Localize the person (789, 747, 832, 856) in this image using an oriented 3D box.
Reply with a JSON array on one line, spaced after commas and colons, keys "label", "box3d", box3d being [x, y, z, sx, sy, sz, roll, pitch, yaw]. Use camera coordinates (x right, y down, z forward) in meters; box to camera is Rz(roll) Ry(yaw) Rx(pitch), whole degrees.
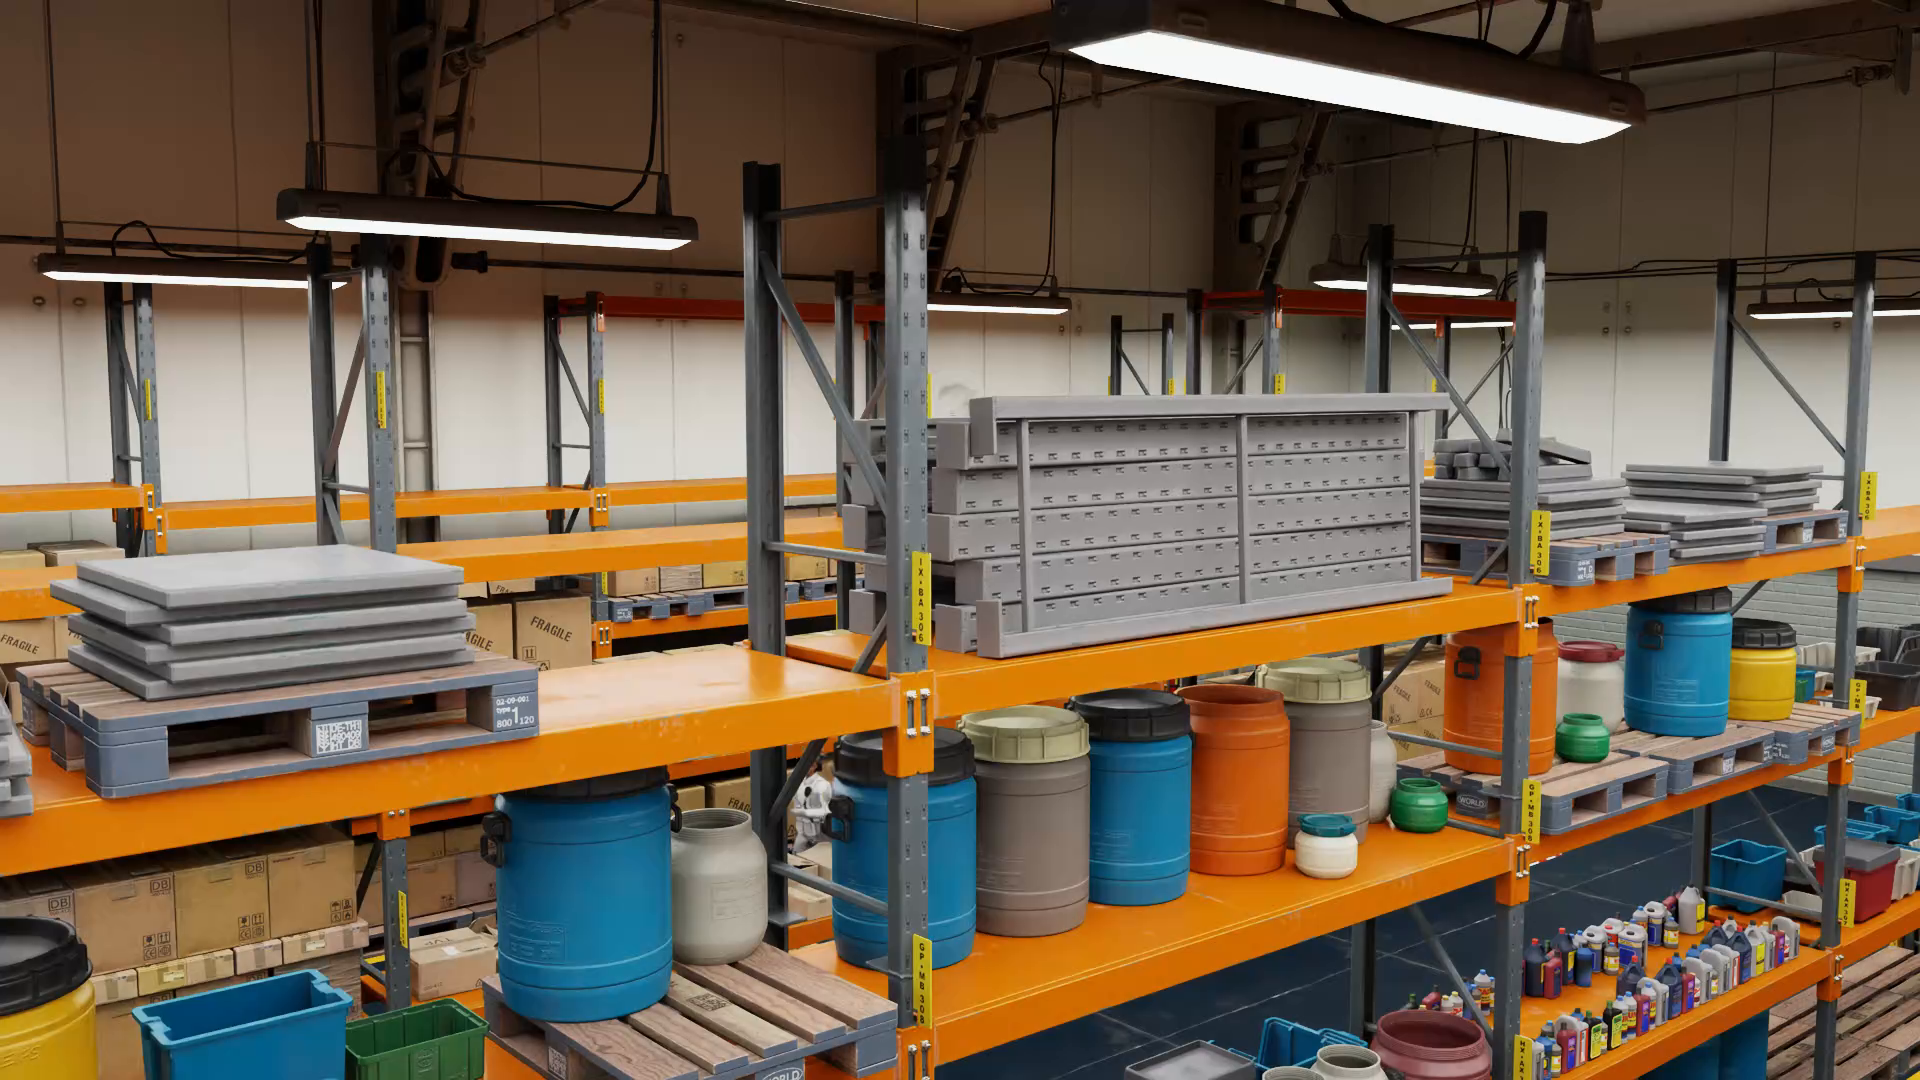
[{"label": "person", "box3d": [-1.323, 2.781, 15.520, 0.559, 1.754, 0.776, 5, 8, 44]}]
